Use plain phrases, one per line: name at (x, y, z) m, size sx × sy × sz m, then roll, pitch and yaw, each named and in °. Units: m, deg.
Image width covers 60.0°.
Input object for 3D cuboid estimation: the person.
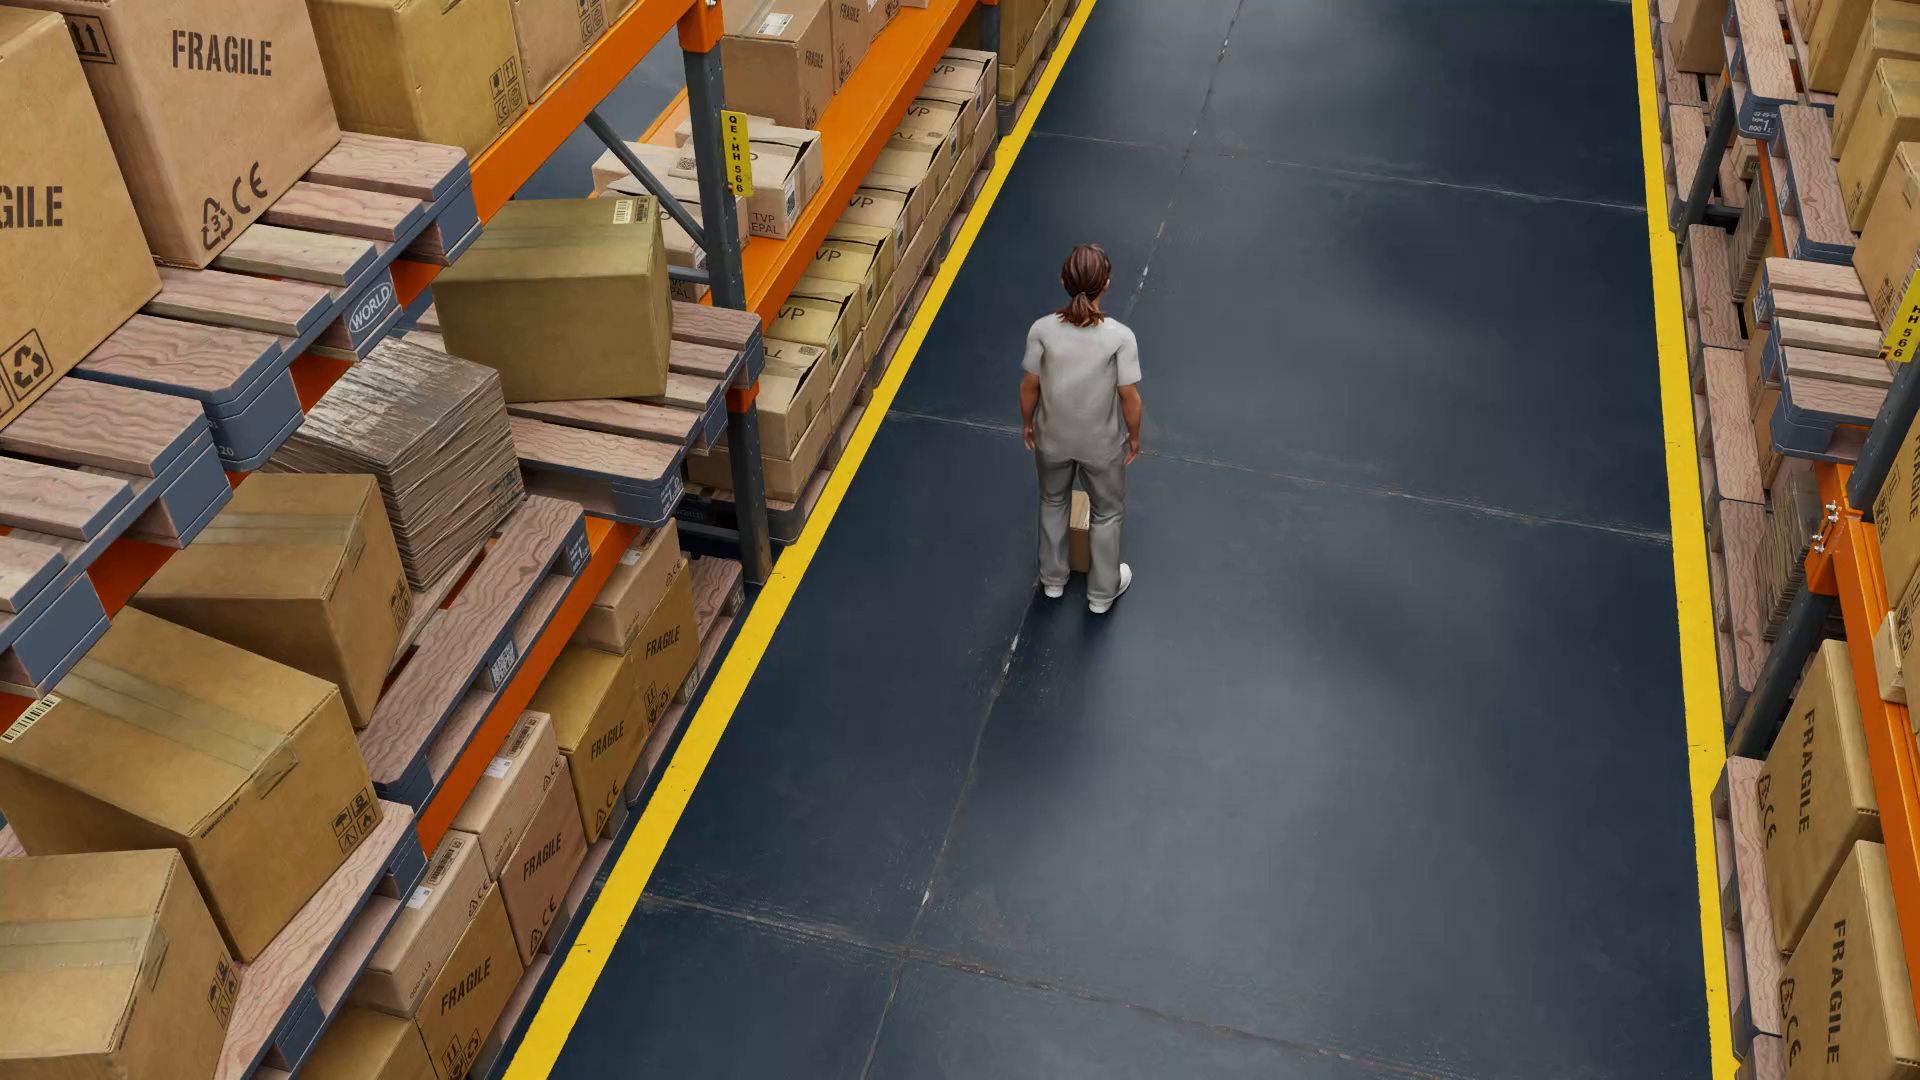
person at (0.484, -0.428, 6.649) m, size 0.488 × 1.672 × 0.413 m, roll 9°, pitch 42°, yaw 10°
